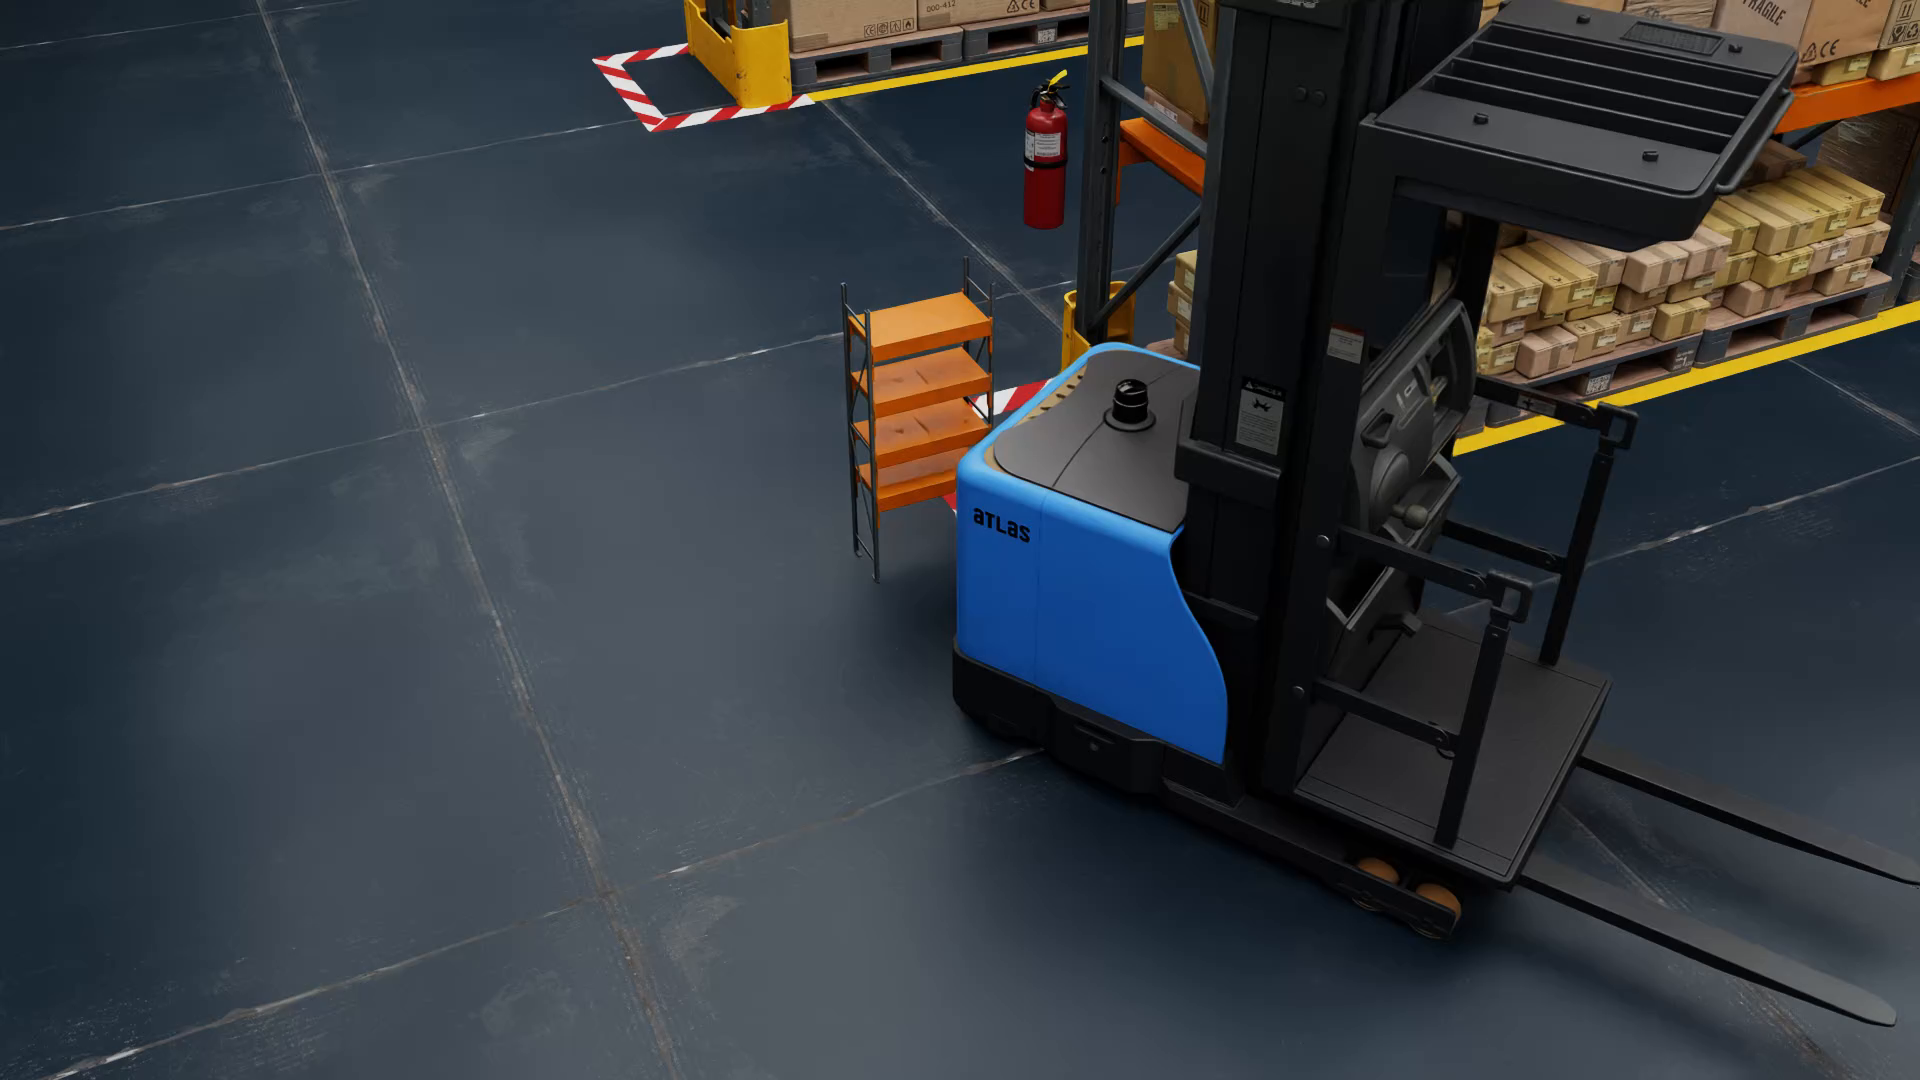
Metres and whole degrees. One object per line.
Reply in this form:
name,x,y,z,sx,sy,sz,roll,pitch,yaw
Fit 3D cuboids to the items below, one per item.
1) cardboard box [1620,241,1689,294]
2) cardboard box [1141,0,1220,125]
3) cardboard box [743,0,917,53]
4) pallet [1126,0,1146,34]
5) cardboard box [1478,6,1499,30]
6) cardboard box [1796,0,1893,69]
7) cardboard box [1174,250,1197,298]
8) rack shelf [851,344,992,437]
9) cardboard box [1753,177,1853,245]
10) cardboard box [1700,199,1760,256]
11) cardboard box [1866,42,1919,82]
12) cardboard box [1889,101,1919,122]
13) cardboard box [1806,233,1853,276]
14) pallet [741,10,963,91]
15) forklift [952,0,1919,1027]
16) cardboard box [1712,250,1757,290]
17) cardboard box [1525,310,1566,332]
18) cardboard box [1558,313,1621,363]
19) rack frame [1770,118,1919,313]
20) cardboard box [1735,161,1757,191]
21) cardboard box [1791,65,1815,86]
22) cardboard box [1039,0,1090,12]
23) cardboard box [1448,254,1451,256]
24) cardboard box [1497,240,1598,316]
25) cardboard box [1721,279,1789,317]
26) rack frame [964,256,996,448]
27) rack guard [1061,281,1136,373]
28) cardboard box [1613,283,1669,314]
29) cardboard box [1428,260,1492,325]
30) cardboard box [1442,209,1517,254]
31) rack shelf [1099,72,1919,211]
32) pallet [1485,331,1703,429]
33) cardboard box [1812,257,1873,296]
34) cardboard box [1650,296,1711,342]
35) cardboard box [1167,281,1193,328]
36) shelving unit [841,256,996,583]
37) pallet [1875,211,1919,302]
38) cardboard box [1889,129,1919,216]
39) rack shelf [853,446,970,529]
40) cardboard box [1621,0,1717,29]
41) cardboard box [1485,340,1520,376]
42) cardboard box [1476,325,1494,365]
cardboard box,3.035,-1.278,7.496,0.250,0.149,0.380,-17,40,-22
cardboard box,1.073,-2.015,6.615,0.500,0.500,0.500,-15,39,-19
cardboard box,-0.865,-3.607,10.894,0.875,0.438,0.875,-17,40,-21
pallet,1.480,-3.989,11.951,1.213,0.211,1.003,-16,39,-20
cardboard box,1.773,-1.876,6.428,0.500,0.500,0.500,-16,39,-20
cardboard box,3.608,-2.369,7.093,0.500,0.500,0.500,-17,40,-21
cardboard box,1.147,-1.136,7.305,0.250,0.149,0.380,-15,39,-19
rack shelf,-0.150,-0.566,6.243,0.480,0.148,0.258,-16,39,-20
cardboard box,3.970,-1.562,7.879,0.250,0.149,0.380,-15,39,-19
cardboard box,3.480,-1.471,7.757,0.250,0.149,0.380,-14,39,-18
cardboard box,4.050,-2.192,7.398,0.250,0.149,0.380,-17,40,-21
cardboard box,4.963,-2.406,8.592,0.500,0.250,0.500,-17,40,-21
cardboard box,4.006,-1.432,7.954,0.250,0.149,0.380,-18,40,-22
pallet,-0.729,-3.371,11.118,1.213,0.211,1.003,-16,39,-20
forklift,1.486,-0.321,4.722,3.031,2.935,1.130,21,42,26
cardboard box,3.503,-1.344,7.835,0.250,0.149,0.380,-15,39,-20
cardboard box,2.520,-1.105,7.512,0.250,0.149,0.380,-14,39,-18
cardboard box,2.780,-0.985,7.601,0.250,0.149,0.380,-16,39,-20
rack frame,4.396,-2.615,7.758,0.127,3.000,1.000,-16,39,-20
cardboard box,3.722,-1.865,8.287,0.250,0.149,0.380,-14,39,-18
cardboard box,3.520,-2.128,7.312,0.250,0.149,0.380,-17,40,-21
cardboard box,0.777,-4.071,11.519,0.875,0.438,0.875,-17,40,-21
cardboard box,2.305,-1.359,7.855,0.250,0.149,0.380,-14,39,-18
cardboard box,2.577,-1.159,7.335,0.250,0.149,0.380,-15,39,-19
cardboard box,3.703,-1.234,7.936,0.250,0.149,0.380,-17,40,-21
rack frame,0.071,-0.502,6.419,0.015,1.200,0.240,-16,39,-20
rack guard,0.844,-0.618,7.164,0.348,0.500,1.175,-16,39,-20
cardboard box,3.029,-1.212,7.657,0.250,0.149,0.380,-17,40,-22
cardboard box,2.064,-1.052,7.191,0.250,0.149,0.380,-18,40,-22
cardboard box,2.346,-1.439,7.714,0.250,0.149,0.380,-17,40,-21
rack shelf,2.586,-1.820,7.290,4.000,0.370,1.077,-16,39,-20
pallet,2.697,-0.995,7.915,1.213,0.211,1.003,-16,39,-20
cardboard box,4.186,-1.356,8.101,0.250,0.149,0.380,-15,39,-19
cardboard box,3.249,-1.094,7.748,0.250,0.149,0.380,-16,39,-20
cardboard box,1.132,-1.034,7.416,0.250,0.149,0.380,-17,40,-21
shelving unit,-0.150,-0.440,6.336,0.503,1.200,0.258,-16,39,-20
pallet,5.100,-1.693,8.856,1.213,0.211,1.003,-16,39,-20
cardboard box,5.178,-1.824,8.437,0.500,0.500,0.500,-14,39,-18
rack shelf,-0.150,-0.227,6.494,0.480,0.148,0.258,-16,39,-20
cardboard box,2.680,-2.126,6.765,0.500,0.500,0.500,-17,40,-21
cardboard box,2.278,-0.885,7.466,0.250,0.149,0.380,-16,39,-20
cardboard box,2.093,-0.895,7.230,0.250,0.149,0.380,-14,39,-19
